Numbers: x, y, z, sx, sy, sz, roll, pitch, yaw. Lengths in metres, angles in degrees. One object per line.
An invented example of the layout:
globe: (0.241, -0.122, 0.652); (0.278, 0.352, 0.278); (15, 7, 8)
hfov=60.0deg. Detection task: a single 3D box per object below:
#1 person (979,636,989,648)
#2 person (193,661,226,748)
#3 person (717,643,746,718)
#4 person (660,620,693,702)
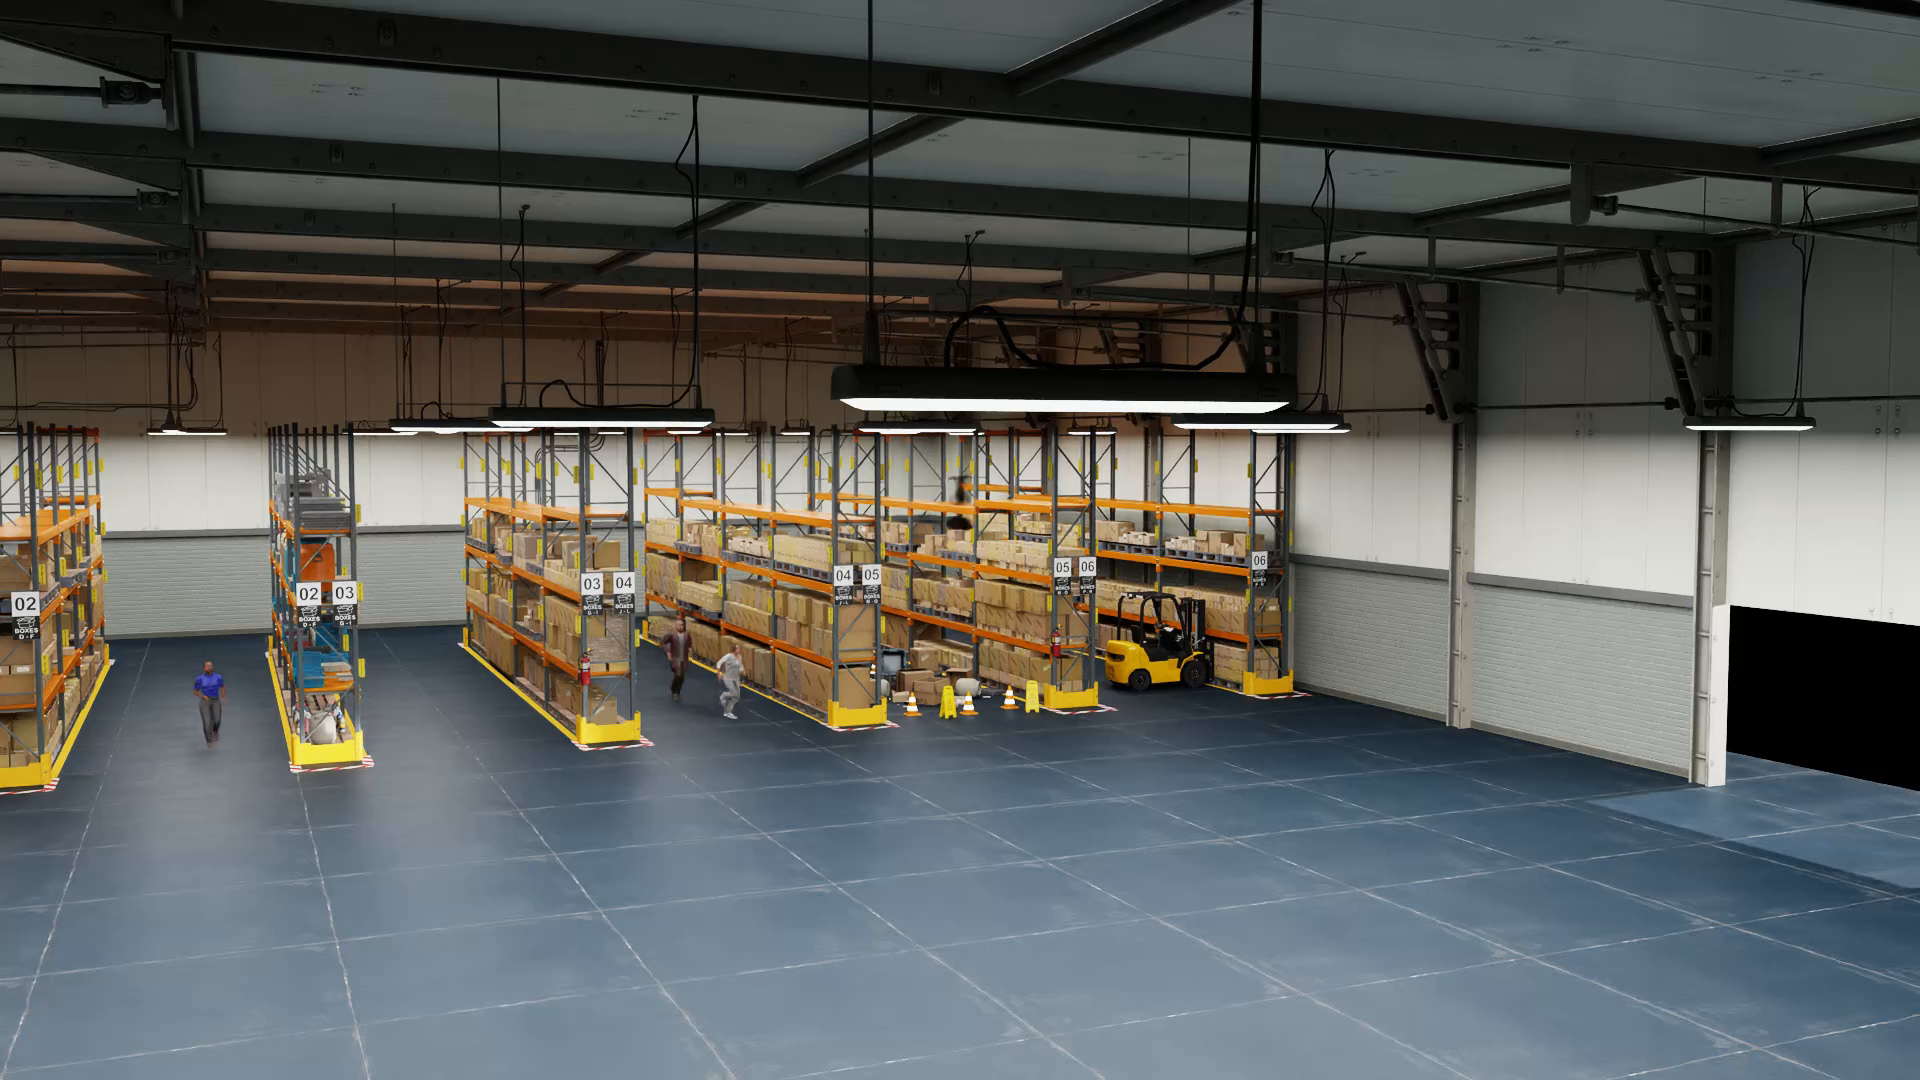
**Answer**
person: (0.634, 2.243, 43.721); (0.627, 1.700, 0.760); (-2, 4, -32)
person: (-13.857, 3.042, 30.755); (0.569, 1.617, 0.529); (-2, 4, -31)
person: (-4.668, 2.886, 34.063); (0.631, 1.550, 0.573); (3, 5, 42)
person: (-6.112, 2.636, 36.201); (0.680, 1.784, 0.753); (-2, 4, -35)
